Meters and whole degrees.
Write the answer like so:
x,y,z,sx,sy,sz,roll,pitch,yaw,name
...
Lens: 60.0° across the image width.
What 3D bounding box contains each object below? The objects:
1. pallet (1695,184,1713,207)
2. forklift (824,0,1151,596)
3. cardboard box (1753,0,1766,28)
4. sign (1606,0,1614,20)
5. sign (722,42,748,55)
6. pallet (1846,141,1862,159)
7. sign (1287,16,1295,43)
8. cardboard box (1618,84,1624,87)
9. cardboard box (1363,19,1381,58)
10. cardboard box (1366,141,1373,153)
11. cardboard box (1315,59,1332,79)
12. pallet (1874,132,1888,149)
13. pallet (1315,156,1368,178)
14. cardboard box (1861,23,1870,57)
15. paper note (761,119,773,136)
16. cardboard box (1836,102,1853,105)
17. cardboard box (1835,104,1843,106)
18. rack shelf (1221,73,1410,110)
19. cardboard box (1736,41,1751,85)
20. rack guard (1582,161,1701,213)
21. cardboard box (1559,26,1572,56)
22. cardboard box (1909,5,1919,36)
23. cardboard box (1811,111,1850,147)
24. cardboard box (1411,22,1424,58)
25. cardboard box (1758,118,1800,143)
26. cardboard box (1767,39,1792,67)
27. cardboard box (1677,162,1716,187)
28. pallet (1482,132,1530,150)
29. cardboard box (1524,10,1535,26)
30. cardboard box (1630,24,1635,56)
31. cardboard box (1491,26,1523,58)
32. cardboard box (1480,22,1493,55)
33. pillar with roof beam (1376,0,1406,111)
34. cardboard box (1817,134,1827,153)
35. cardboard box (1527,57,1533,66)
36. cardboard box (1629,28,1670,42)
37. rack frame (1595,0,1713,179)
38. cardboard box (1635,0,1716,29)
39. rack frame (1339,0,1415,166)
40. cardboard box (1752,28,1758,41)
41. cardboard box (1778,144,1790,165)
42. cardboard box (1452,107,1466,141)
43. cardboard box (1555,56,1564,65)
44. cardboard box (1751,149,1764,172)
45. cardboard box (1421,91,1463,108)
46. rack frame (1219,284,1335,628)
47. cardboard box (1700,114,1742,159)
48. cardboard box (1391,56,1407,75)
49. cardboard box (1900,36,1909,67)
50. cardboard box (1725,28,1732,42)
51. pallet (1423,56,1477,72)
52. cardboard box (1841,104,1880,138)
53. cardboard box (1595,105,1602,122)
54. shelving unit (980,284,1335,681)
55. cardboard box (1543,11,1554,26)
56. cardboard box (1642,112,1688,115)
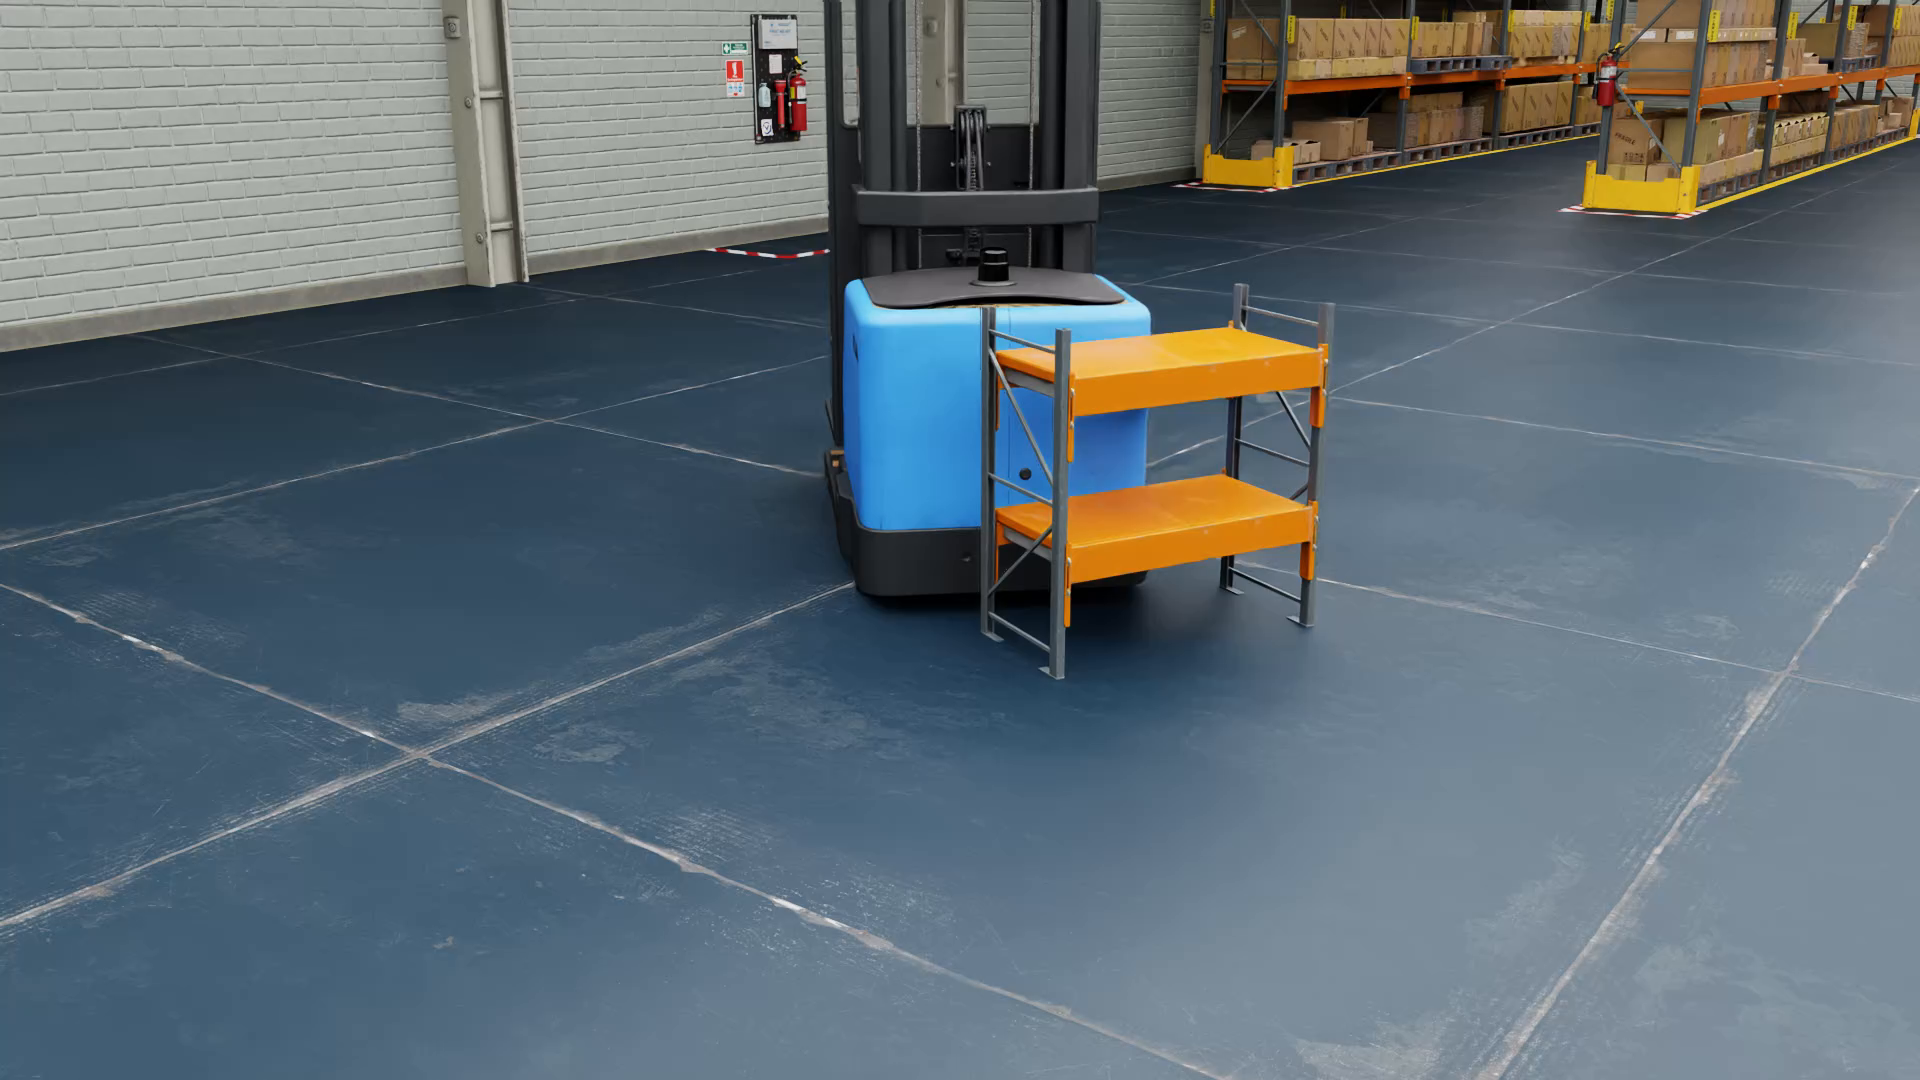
x,y,z,sx,sy,sz,roll,pitch,yaw,name
8.093,-4.037,19.386,1.003,0.211,1.213,12,21,35,pallet
-0.021,-1.593,6.932,1.130,2.935,3.031,-2,17,-7,forklift
9.495,-6.571,20.491,0.700,0.500,0.500,12,21,35,cardboard box
7.243,-5.944,18.475,0.100,0.325,0.005,12,21,35,sign
-2.068,-4.518,15.281,0.001,0.109,0.331,12,21,35,sign
13.640,-6.213,26.395,1.003,0.211,1.213,12,21,35,pallet
4.126,-6.371,20.741,0.100,0.325,0.005,12,21,35,sign
12.805,-8.872,32.670,0.380,0.149,0.250,13,22,36,cardboard box
5.439,-6.897,22.850,0.500,0.500,0.500,12,21,33,cardboard box
5.779,-5.730,24.174,0.380,0.166,0.250,9,20,28,cardboard box
4.534,-6.177,21.798,0.500,0.250,0.500,12,21,33,cardboard box
15.231,-6.868,28.506,1.003,0.211,1.213,12,21,35,pallet
4.976,-5.216,23.185,1.003,0.211,1.213,12,21,35,pallet
13.818,-7.853,26.099,0.700,0.500,0.500,7,19,21,cardboard box
-1.826,-3.911,15.766,0.016,0.148,0.142,12,21,35,paper note
14.933,-7.239,28.470,0.500,0.500,0.500,12,21,35,cardboard box
14.337,-6.981,27.639,0.500,0.500,0.500,11,21,32,cardboard box
4.882,-6.186,22.819,1.077,0.370,4.000,12,21,35,rack shelf
9.184,-5.827,20.281,0.700,0.500,0.500,13,21,35,cardboard box
7.657,-3.979,18.715,1.175,0.500,0.348,12,21,35,rack guard
10.472,-8.833,29.426,0.500,0.500,0.500,13,21,35,cardboard box
16.248,-8.993,28.791,0.500,0.500,0.500,13,22,36,cardboard box
13.246,-6.284,25.395,0.500,0.500,0.500,12,21,33,cardboard box
6.404,-7.379,24.537,0.700,0.500,0.500,12,21,35,cardboard box
11.110,-5.583,22.647,0.500,0.311,0.500,12,21,33,cardboard box
10.839,-6.485,22.399,0.500,0.500,0.500,14,22,39,cardboard box
8.464,-4.274,19.378,0.500,0.250,0.500,12,21,35,cardboard box
8.987,-6.801,28.290,1.003,0.211,1.213,12,21,35,pallet
9.254,-8.707,27.755,0.500,0.250,0.500,12,21,34,cardboard box
12.928,-9.884,33.009,0.980,0.700,0.700,14,22,37,cardboard box
8.952,-8.228,27.479,0.500,0.500,0.500,13,22,36,cardboard box
8.185,-8.103,26.868,0.700,0.500,0.500,10,20,28,cardboard box
10.445,-9.906,23.470,9.100,9.000,0.400,12,21,35,pillar with roof beam
12.320,-5.803,24.301,0.500,0.250,0.500,13,21,36,cardboard box
9.583,-8.197,28.472,0.380,0.149,0.250,13,21,36,cardboard box
7.746,-5.661,18.653,0.380,0.149,0.250,12,21,34,cardboard box
7.671,-5.179,18.362,1.000,3.000,0.127,12,21,35,rack frame
7.991,-5.968,18.547,0.700,0.500,0.500,13,21,35,cardboard box
6.074,-7.006,24.246,1.000,3.000,0.127,12,21,35,rack frame
9.457,-6.144,20.210,0.380,0.149,0.250,12,21,34,cardboard box
10.799,-5.193,22.336,0.500,0.250,0.500,13,22,36,cardboard box
7.670,-6.692,26.709,0.700,0.500,0.500,12,21,35,cardboard box
10.434,-8.479,29.380,0.380,0.149,0.250,12,21,35,cardboard box
9.953,-4.870,21.296,0.500,0.250,0.500,12,21,35,cardboard box
7.680,-7.028,26.525,0.500,0.250,0.500,13,21,36,cardboard box
1.096,-0.299,5.808,0.032,1.125,0.500,-9,19,-27,rack frame
9.065,-4.870,20.030,0.500,0.500,0.500,12,21,35,cardboard box
6.035,-6.777,23.730,0.500,0.250,0.500,12,21,35,cardboard box
15.946,-8.399,28.564,0.500,0.500,0.500,12,21,34,cardboard box
8.692,-5.838,19.223,0.380,0.149,0.250,12,21,33,cardboard box
7.310,-7.388,25.801,1.003,0.211,1.213,12,21,35,pallet
14.757,-6.885,27.330,0.500,0.500,0.500,12,21,34,cardboard box
11.978,-8.319,31.982,0.700,0.500,0.500,13,21,36,cardboard box
0.649,-0.227,5.578,1.048,1.125,0.538,-9,19,-27,shelving unit
9.848,-8.949,28.536,0.500,0.250,0.500,12,21,34,cardboard box
8.635,-4.964,20.335,0.500,0.500,0.500,12,21,35,cardboard box
